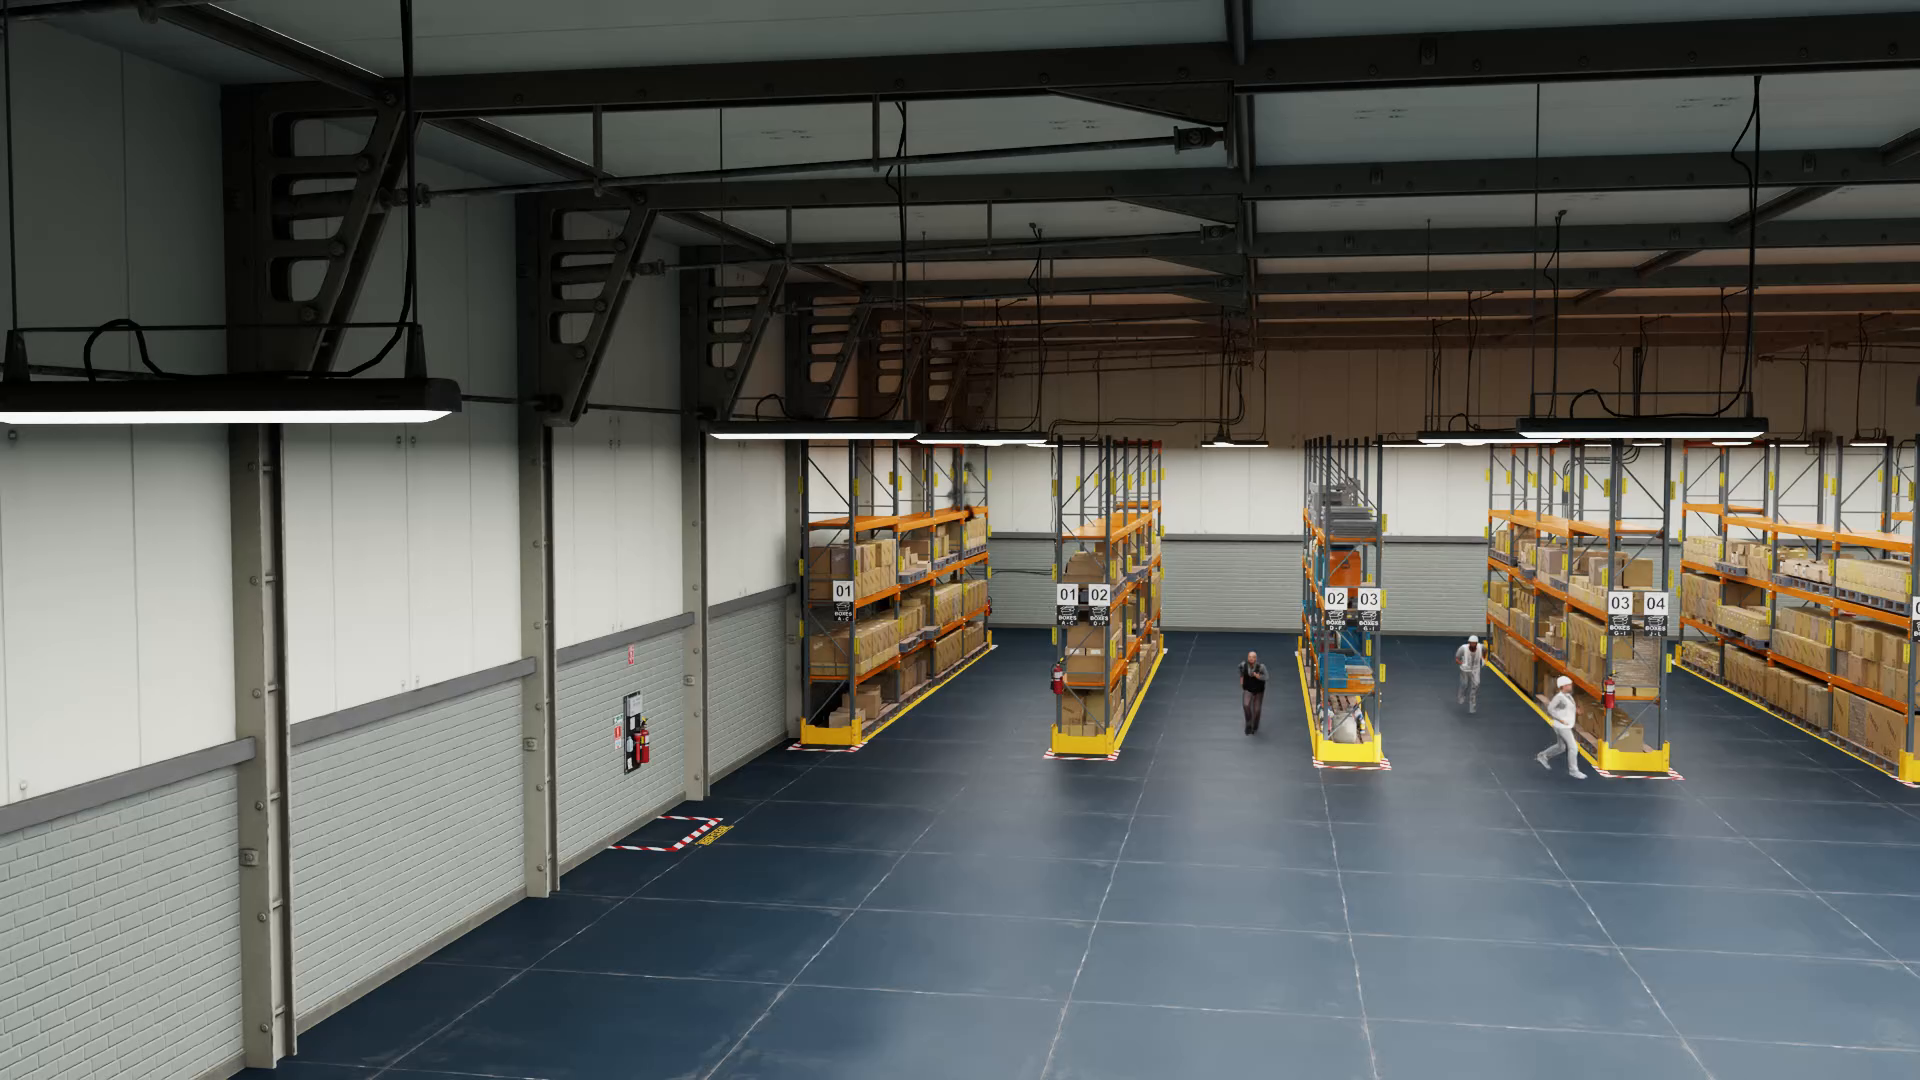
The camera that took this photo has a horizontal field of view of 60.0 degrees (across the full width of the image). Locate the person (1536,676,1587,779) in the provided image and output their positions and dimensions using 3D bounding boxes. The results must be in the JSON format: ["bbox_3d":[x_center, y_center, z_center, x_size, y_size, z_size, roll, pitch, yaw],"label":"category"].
[{"bbox_3d":[10.530,3.266,29.132,0.876,1.784,0.671,2,4,30],"label":"person"}]

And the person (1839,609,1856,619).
[{"bbox_3d":[24.929,2.355,46.609,0.778,1.800,0.632,-1,3,-13],"label":"person"}]

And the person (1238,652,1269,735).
[{"bbox_3d":[5.902,3.068,33.462,0.646,1.686,0.921,1,3,15],"label":"person"}]

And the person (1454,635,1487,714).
[{"bbox_3d":[11.196,2.917,36.605,0.707,1.730,1.055,0,3,0],"label":"person"}]
